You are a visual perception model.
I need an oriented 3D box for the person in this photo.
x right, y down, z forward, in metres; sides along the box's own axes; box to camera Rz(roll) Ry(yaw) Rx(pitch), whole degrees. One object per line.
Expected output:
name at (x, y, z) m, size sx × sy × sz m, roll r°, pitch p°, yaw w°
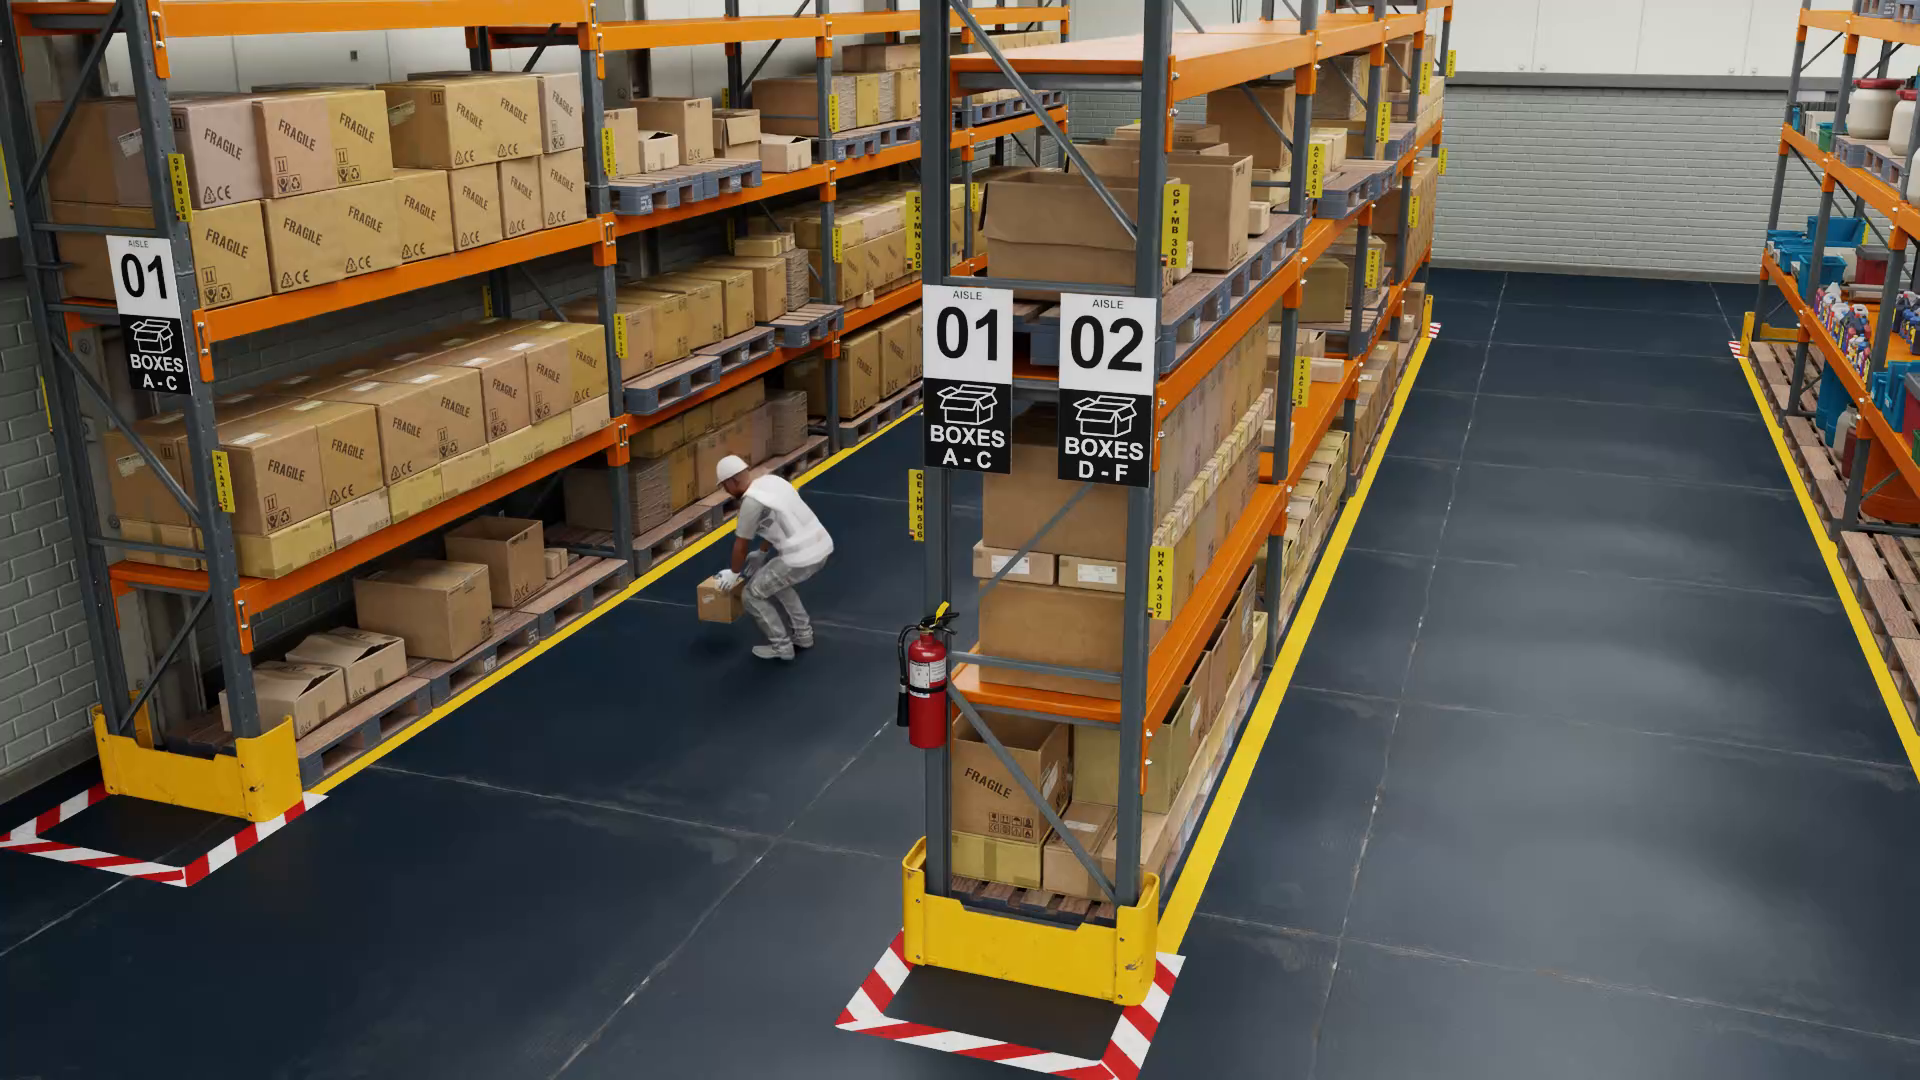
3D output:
person at (-1.275, 0.119, 11.308) m, size 0.787 × 1.382 × 0.613 m, roll 6°, pitch 19°, yaw 18°
